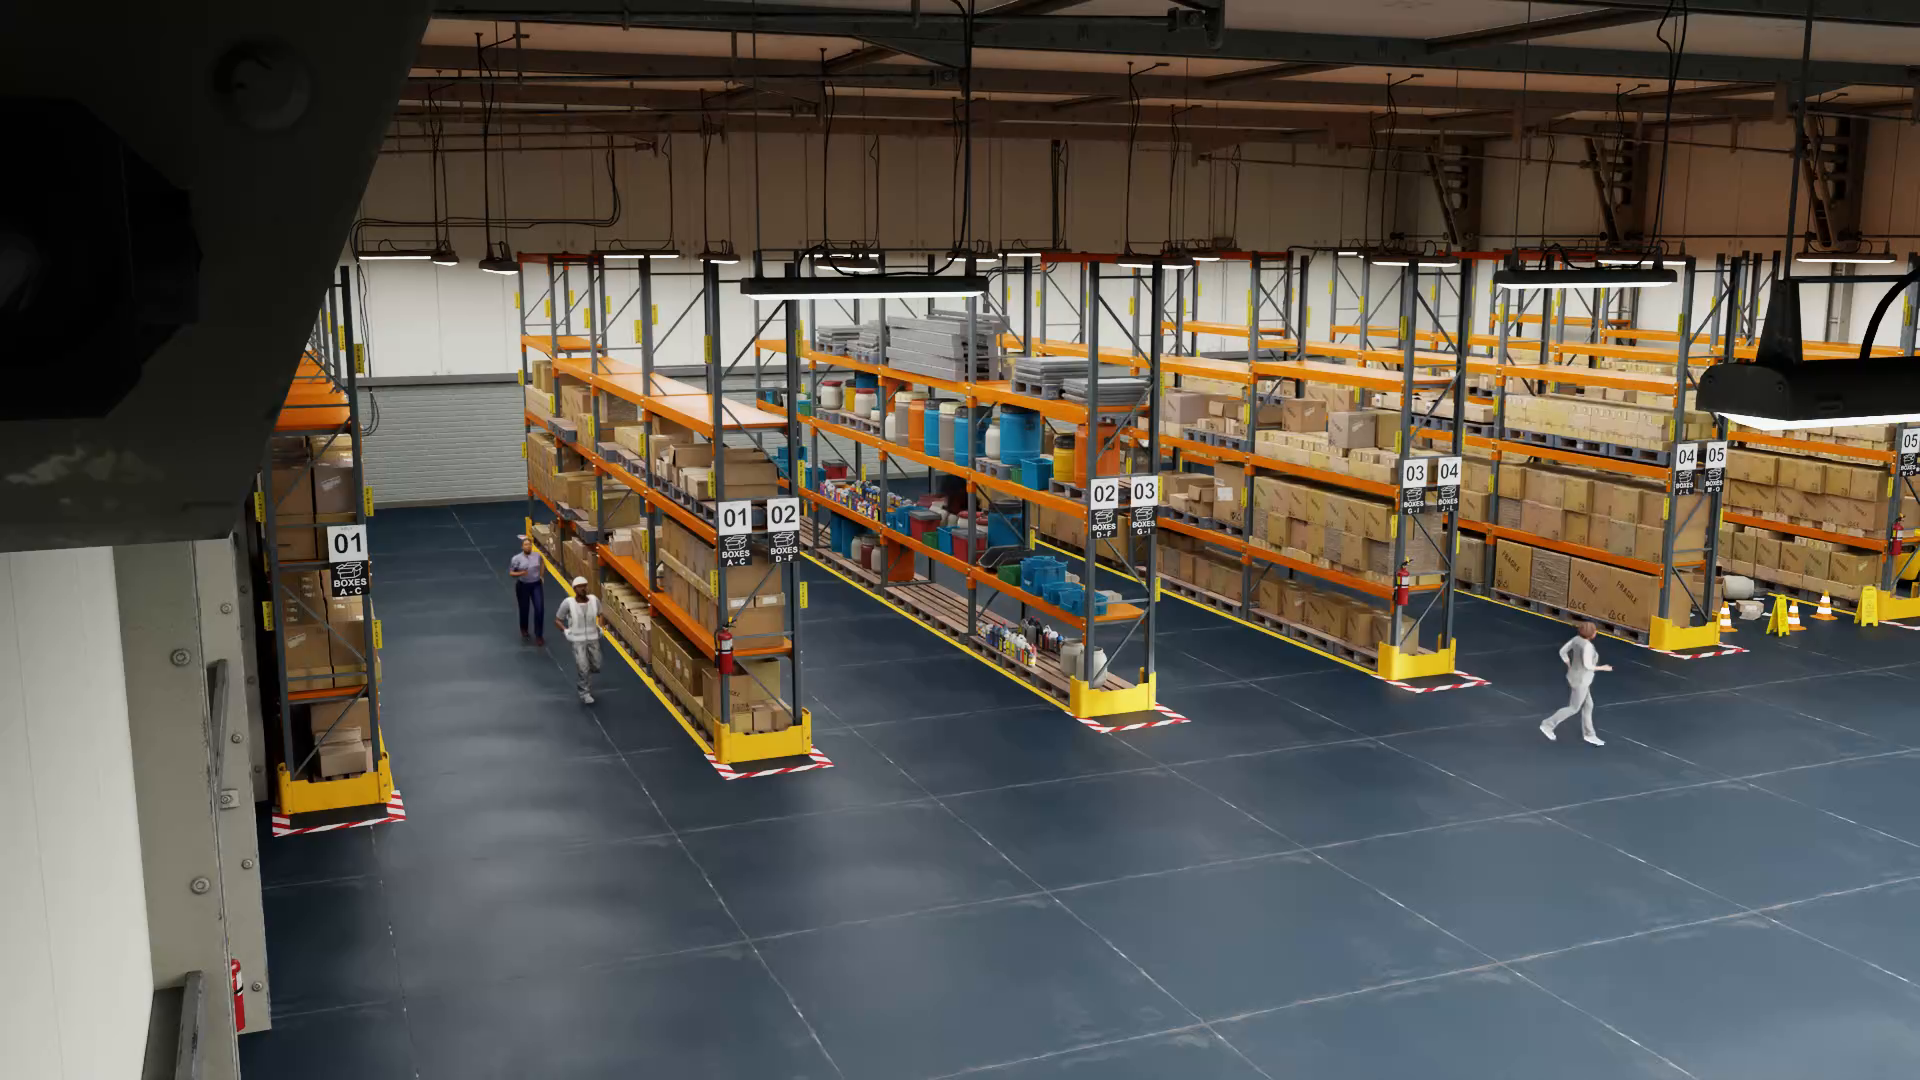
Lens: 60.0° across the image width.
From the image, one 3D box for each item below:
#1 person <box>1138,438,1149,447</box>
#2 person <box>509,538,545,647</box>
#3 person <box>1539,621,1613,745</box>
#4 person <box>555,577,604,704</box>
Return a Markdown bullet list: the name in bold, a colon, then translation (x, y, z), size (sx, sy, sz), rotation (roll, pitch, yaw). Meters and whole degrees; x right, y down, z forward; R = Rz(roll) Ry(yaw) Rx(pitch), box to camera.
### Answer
- **person**: translation (4.586, -2.011, 41.285), size (0.561, 1.730, 0.711), rotation (-6, 12, -31)
- **person**: translation (-6.760, 0.800, 26.079), size (0.588, 1.699, 0.735), rotation (-4, 11, -23)
- **person**: translation (7.690, 1.797, 20.785), size (0.855, 1.605, 0.516), rotation (0, 10, 2)
- **person**: translation (-5.189, 1.355, 22.818), size (0.685, 1.734, 0.667), rotation (-6, 12, -30)
